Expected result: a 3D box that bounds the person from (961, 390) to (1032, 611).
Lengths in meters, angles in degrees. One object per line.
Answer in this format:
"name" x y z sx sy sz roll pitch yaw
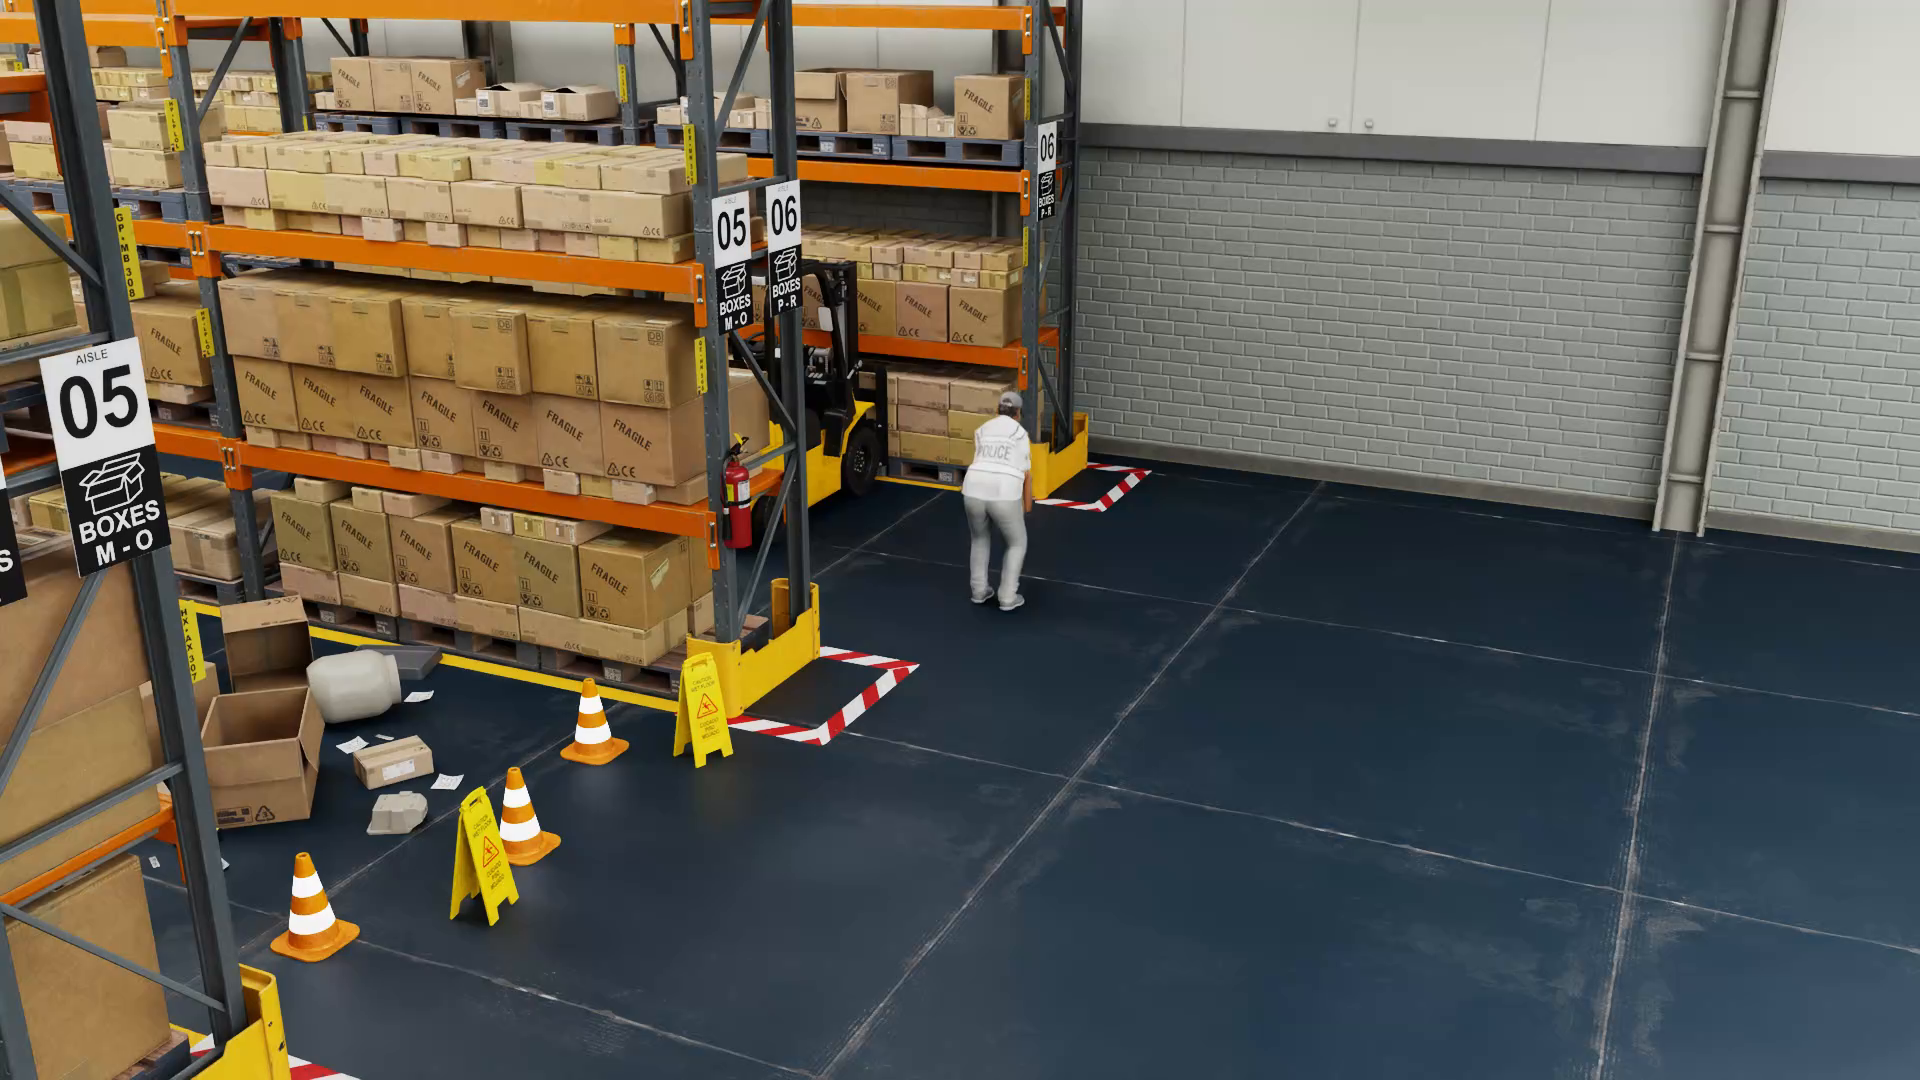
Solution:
"person" 0.296 -0.290 12.106 0.455 1.536 0.730 8 21 22
